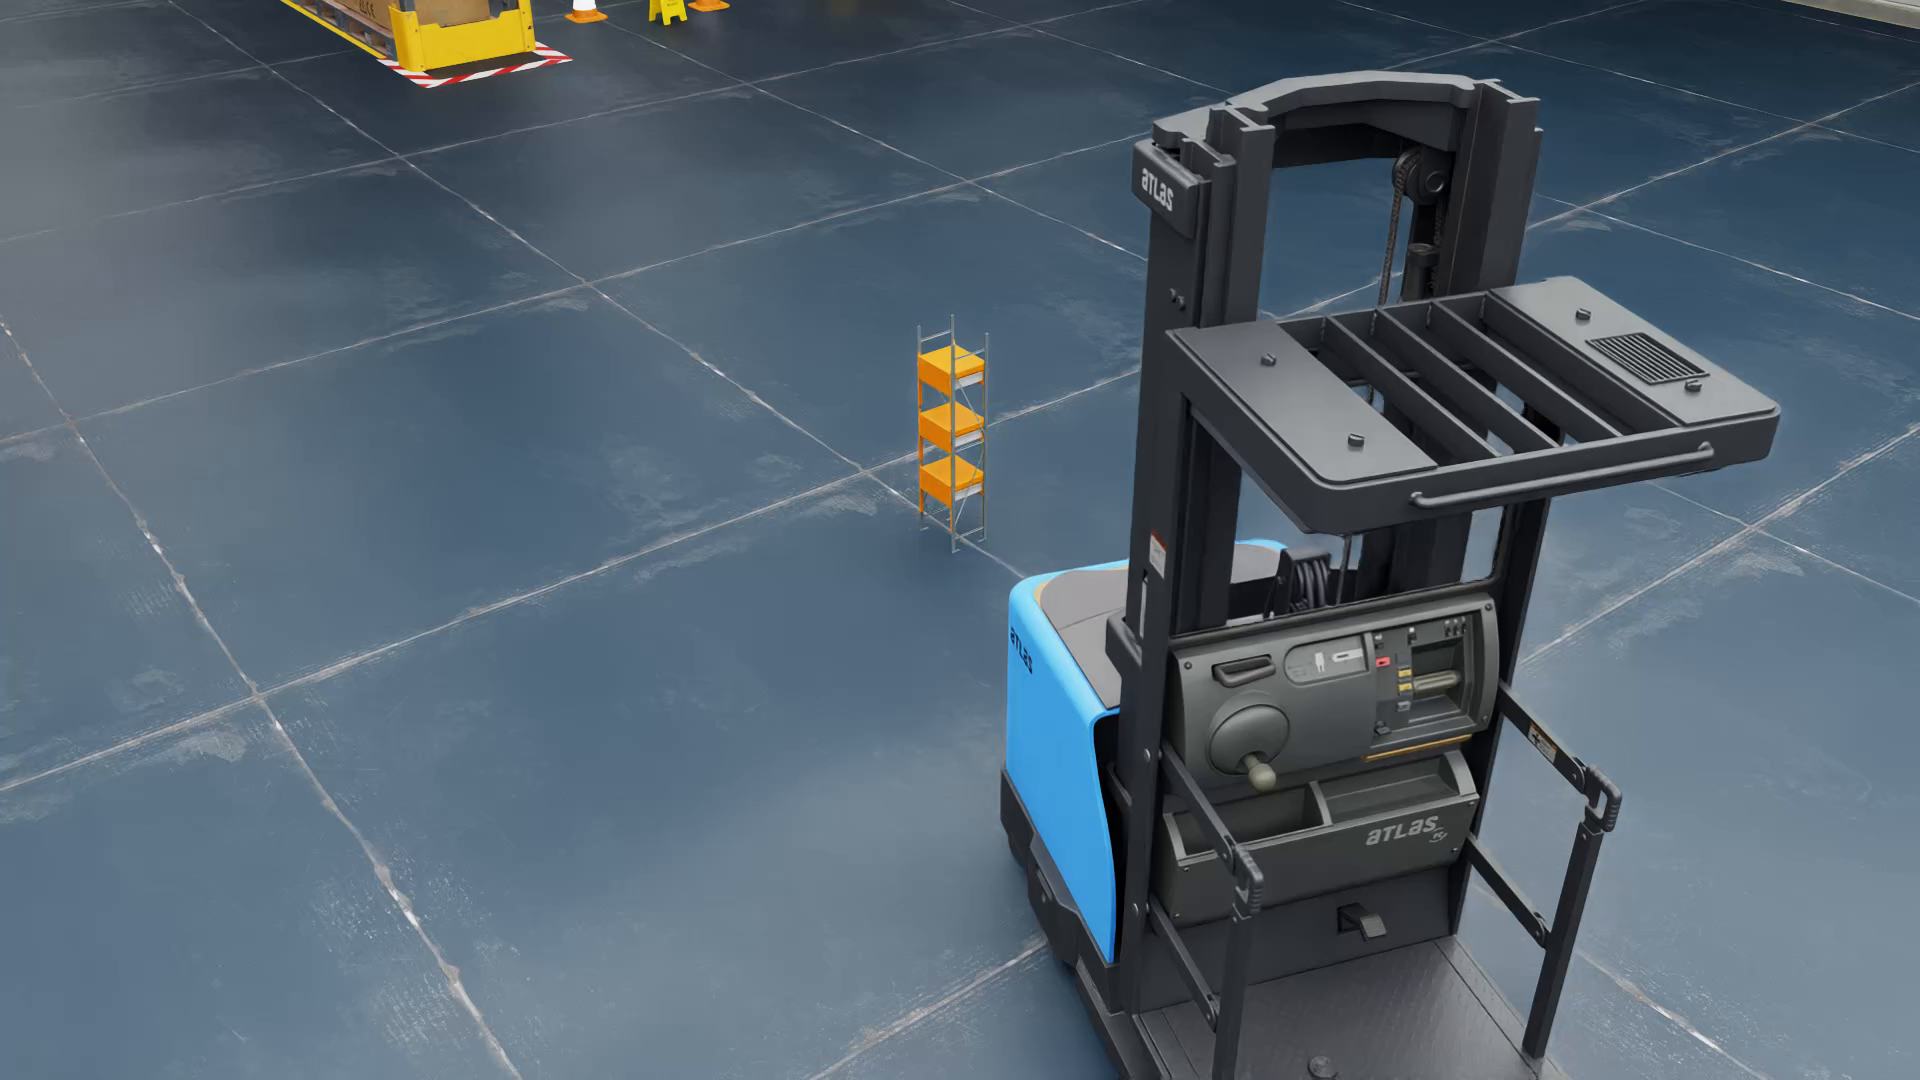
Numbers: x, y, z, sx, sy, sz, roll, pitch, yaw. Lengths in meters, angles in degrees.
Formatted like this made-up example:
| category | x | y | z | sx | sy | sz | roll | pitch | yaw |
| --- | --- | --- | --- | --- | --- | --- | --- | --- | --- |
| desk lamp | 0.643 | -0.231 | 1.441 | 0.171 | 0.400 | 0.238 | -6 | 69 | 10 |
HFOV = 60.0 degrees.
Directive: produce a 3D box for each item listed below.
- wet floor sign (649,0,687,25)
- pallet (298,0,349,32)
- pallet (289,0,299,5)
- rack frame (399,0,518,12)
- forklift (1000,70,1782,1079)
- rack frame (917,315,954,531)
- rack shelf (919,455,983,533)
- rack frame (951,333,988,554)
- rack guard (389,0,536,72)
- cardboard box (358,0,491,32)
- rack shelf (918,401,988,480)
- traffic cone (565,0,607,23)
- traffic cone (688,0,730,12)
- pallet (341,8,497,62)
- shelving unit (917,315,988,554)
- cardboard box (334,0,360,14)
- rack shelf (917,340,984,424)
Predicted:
| category | x | y | z | sx | sy | sz | roll | pitch | yaw |
| --- | --- | --- | --- | --- | --- | --- | --- | --- | --- |
| wet floor sign | -2.738 | -5.146 | 15.424 | 0.232 | 0.644 | 0.267 | 26 | 40 | 35 |
| pallet | -5.616 | -5.149 | 15.841 | 1.003 | 0.211 | 1.213 | -22 | 38 | -31 |
| pallet | -6.368 | -5.658 | 16.660 | 1.003 | 0.211 | 1.213 | -22 | 38 | -31 |
| rack frame | -4.320 | -5.518 | 13.791 | 1.000 | 3.000 | 0.127 | -22 | 38 | -31 |
| forklift | 1.076 | 0.460 | 4.232 | 1.130 | 2.935 | 3.031 | -9 | 33 | -15 |
| rack frame | -0.108 | -0.519 | 7.591 | 0.200 | 1.050 | 0.008 | -22 | 38 | -31 |
| rack shelf | -0.033 | -0.223 | 7.661 | 0.215 | 0.259 | 0.240 | -22 | 38 | -31 |
| rack frame | 0.042 | -0.417 | 7.427 | 0.200 | 1.050 | 0.008 | -22 | 38 | -31 |
| rack guard | -4.305 | -4.446 | 14.434 | 1.175 | 0.500 | 0.348 | -22 | 38 | -31 |
| cardboard box | -4.788 | -5.055 | 14.661 | 0.875 | 0.875 | 0.875 | -22 | 38 | -31 |
| rack shelf | -0.033 | -0.459 | 7.515 | 0.215 | 0.259 | 0.240 | -22 | 38 | -31 |
| traffic cone | -3.523 | -5.121 | 15.556 | 0.336 | 0.463 | 0.334 | -22 | 38 | -31 |
| traffic cone | -2.422 | -5.345 | 15.917 | 0.336 | 0.463 | 0.334 | -22 | 38 | -31 |
| pallet | -4.872 | -4.641 | 15.023 | 1.003 | 0.211 | 1.213 | -22 | 38 | -31 |
| shelving unit | -0.033 | -0.468 | 7.509 | 0.215 | 1.050 | 0.252 | -22 | 38 | -31 |
| cardboard box | -5.329 | -5.421 | 15.251 | 0.875 | 0.875 | 0.875 | -23 | 39 | -32 |
| rack shelf | -0.033 | -0.700 | 7.365 | 0.215 | 0.259 | 0.240 | -22 | 38 | -31 |
